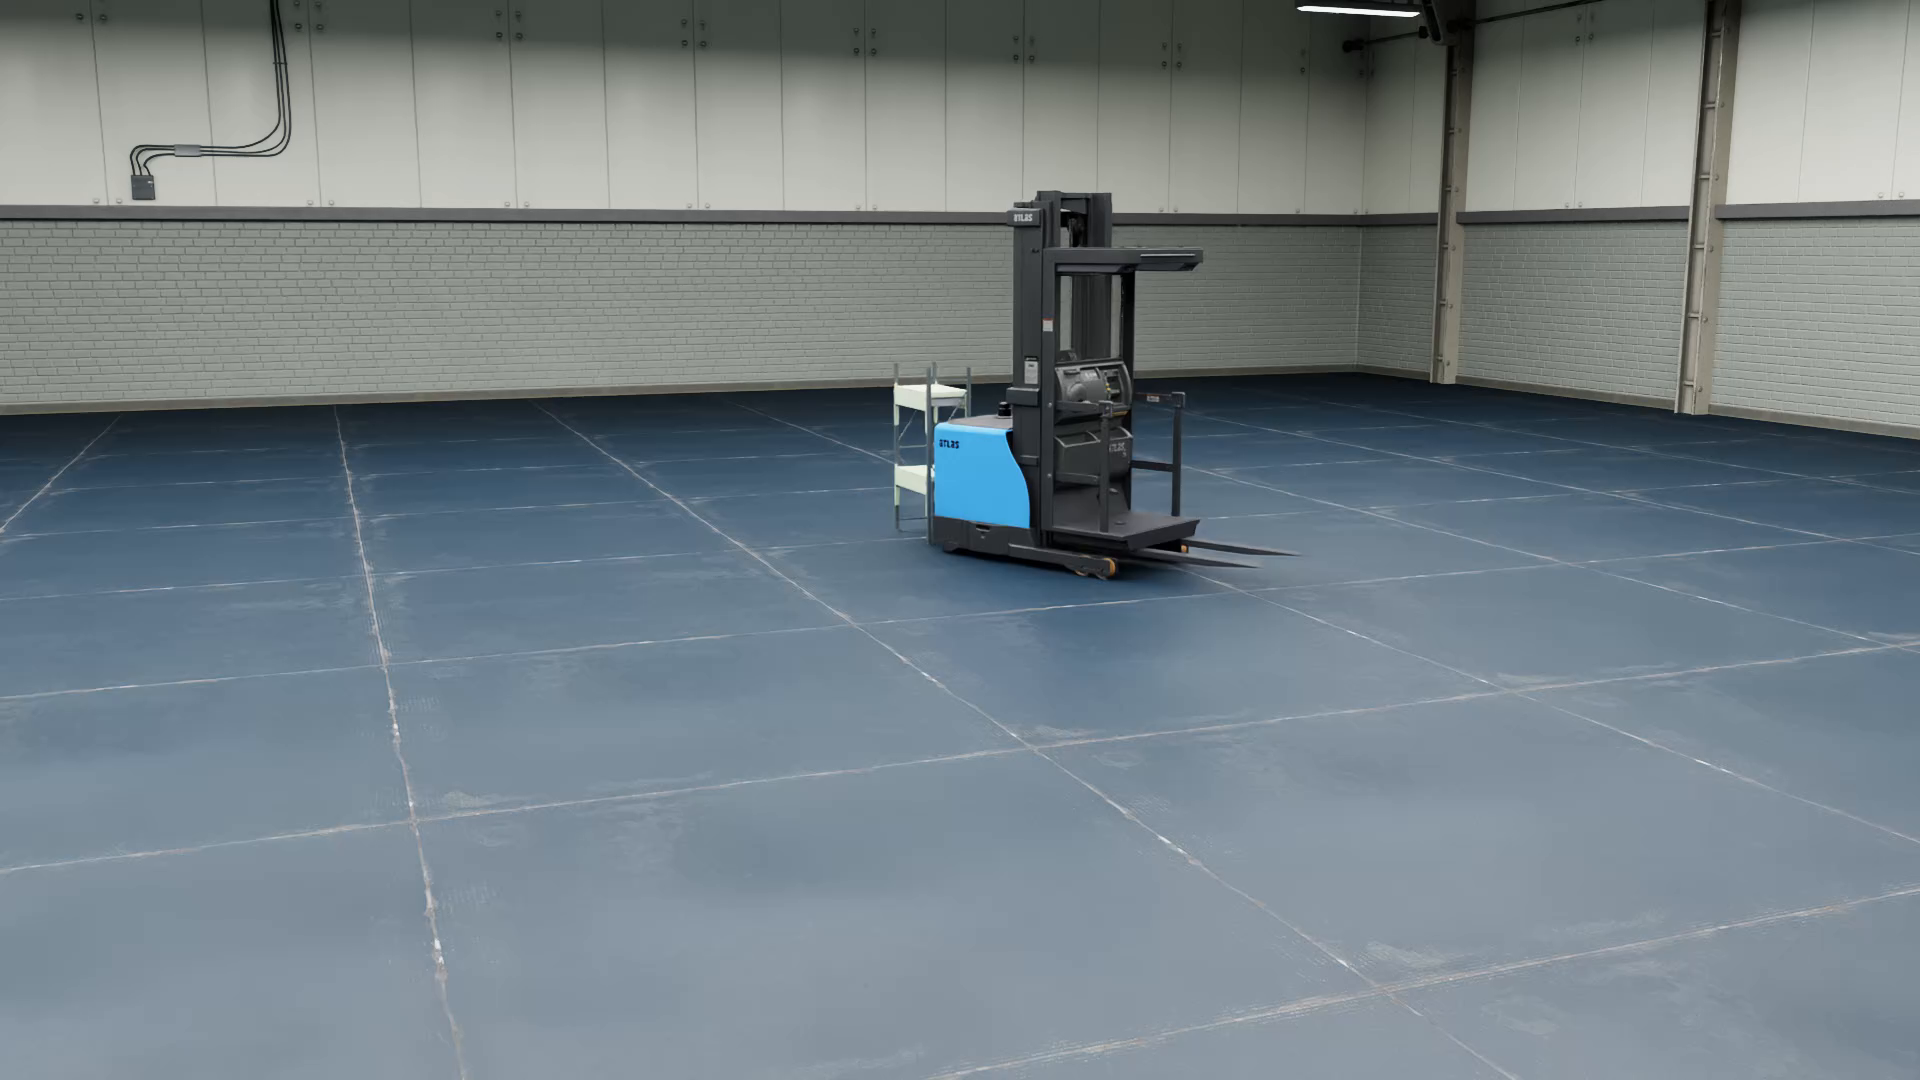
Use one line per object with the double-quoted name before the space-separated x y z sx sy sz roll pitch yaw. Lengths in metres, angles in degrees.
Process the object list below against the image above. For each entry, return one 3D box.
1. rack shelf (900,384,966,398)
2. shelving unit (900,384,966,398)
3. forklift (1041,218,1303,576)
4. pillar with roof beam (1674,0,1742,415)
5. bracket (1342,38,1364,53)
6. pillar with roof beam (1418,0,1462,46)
"rack shelf" -0.244 -1.286 14.379 0.368 0.052 0.686 -4 11 -24
"shelving unit" -0.244 -1.286 14.379 0.368 0.052 0.686 -4 11 -24
"forklift" 1.546 -1.098 12.790 2.170 2.733 1.118 9 13 40
"pillar with roof beam" 7.096 -6.083 22.920 9.100 9.000 0.548 -4 11 -21
"bracket" 7.594 -9.539 32.076 0.235 0.232 0.430 -4 11 -21
"pillar with roof beam" 4.743 -10.010 27.831 8.718 2.987 0.548 -4 11 -21
